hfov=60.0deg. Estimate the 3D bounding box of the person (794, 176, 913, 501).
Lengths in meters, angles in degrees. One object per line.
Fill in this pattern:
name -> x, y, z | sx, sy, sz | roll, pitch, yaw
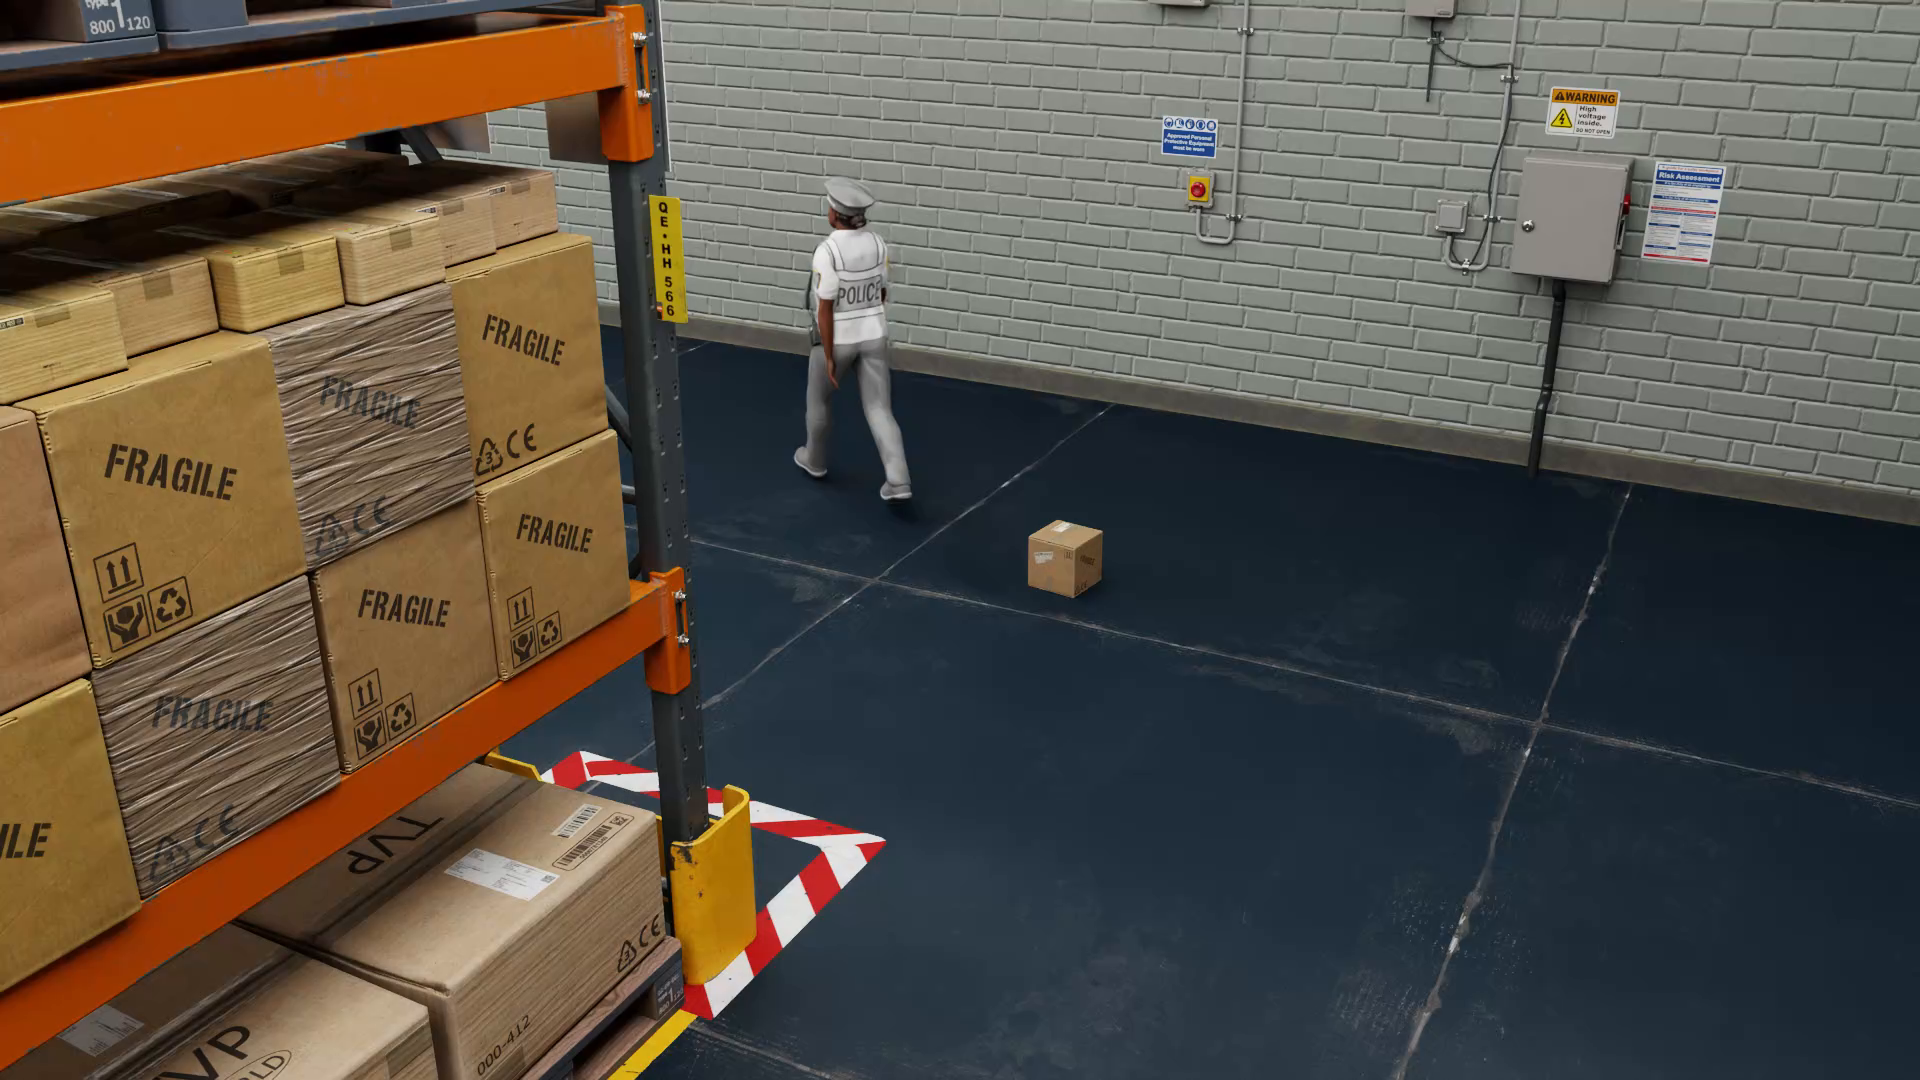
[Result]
person -> -0.559, -1.033, 8.495 | 0.447, 1.635, 1.025 | -12, 26, -26
